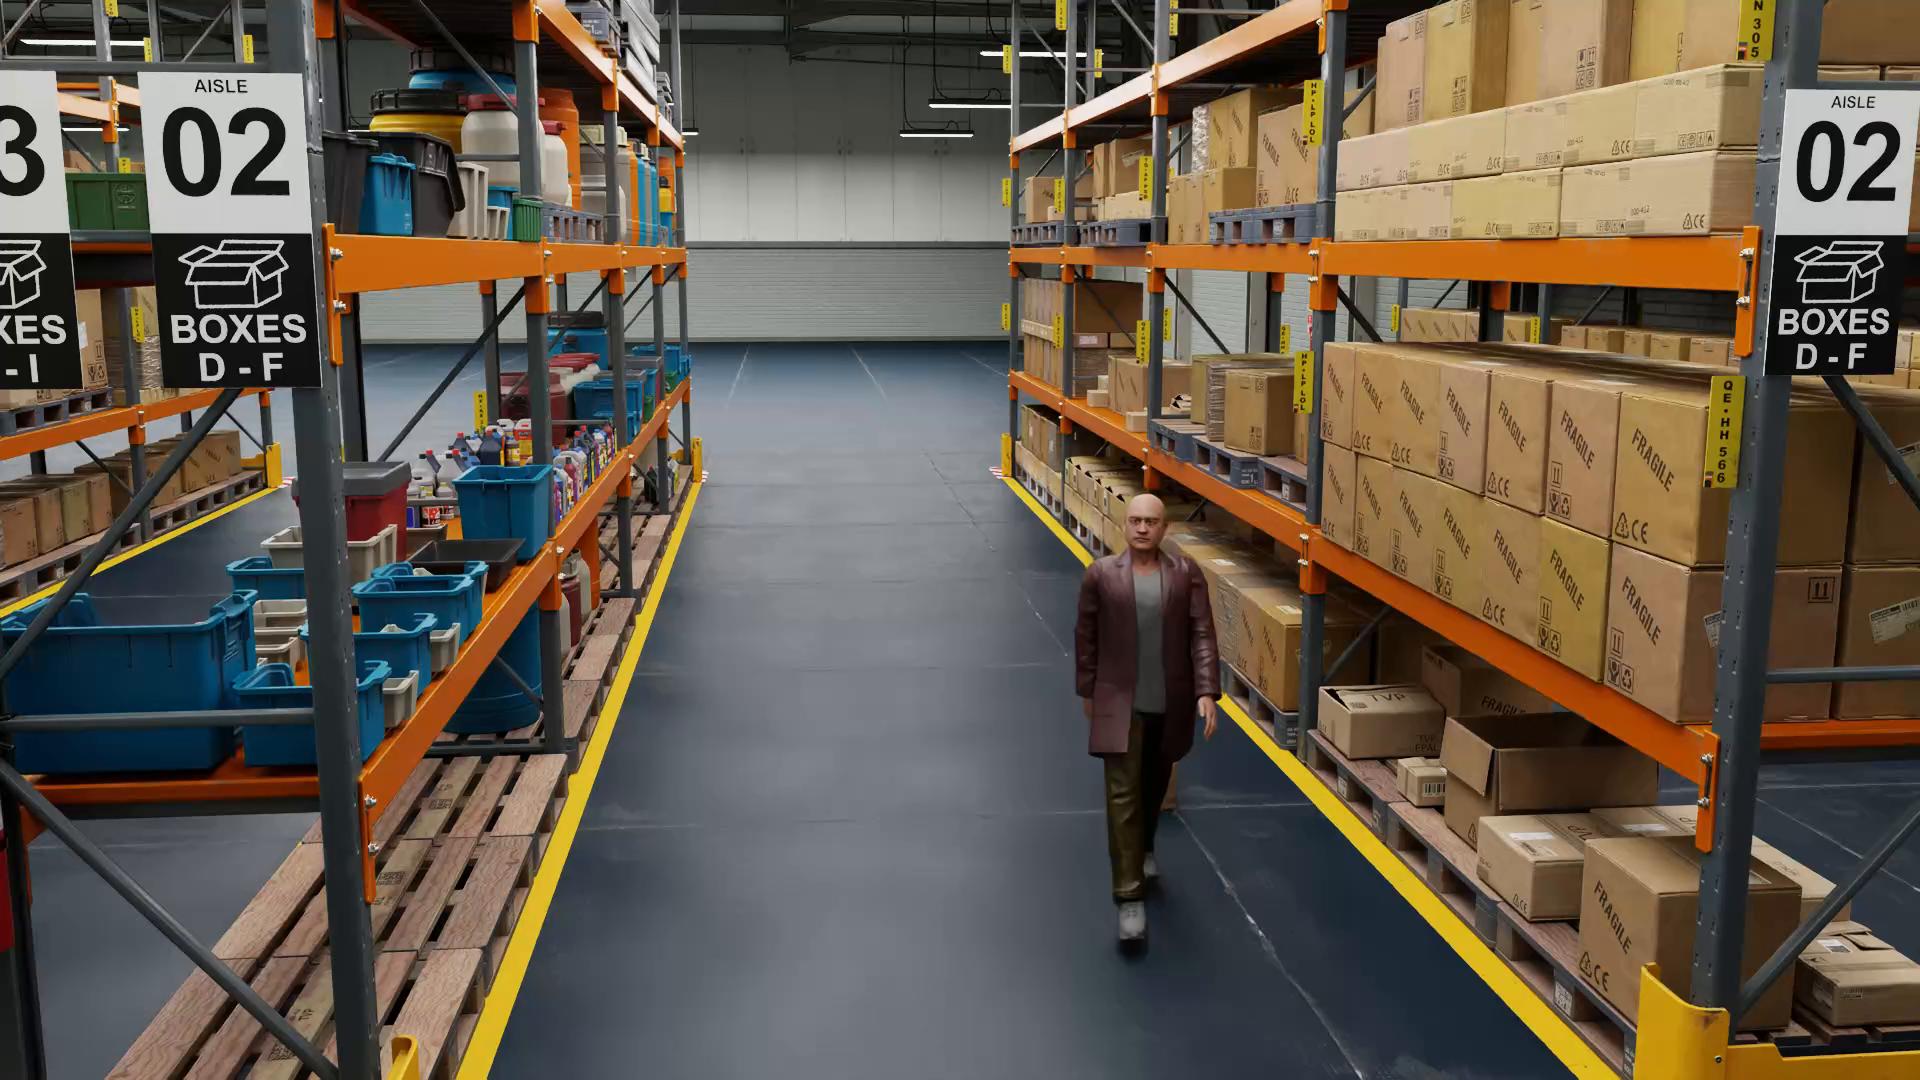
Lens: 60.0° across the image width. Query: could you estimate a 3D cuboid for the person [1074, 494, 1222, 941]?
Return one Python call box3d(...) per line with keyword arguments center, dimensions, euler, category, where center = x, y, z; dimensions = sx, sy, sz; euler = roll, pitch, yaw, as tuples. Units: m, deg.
box3d(center=(0.792, 0.682, 6.920), dimensions=(0.568, 1.725, 1.079), euler=(-1, 10, -5), category="person")
